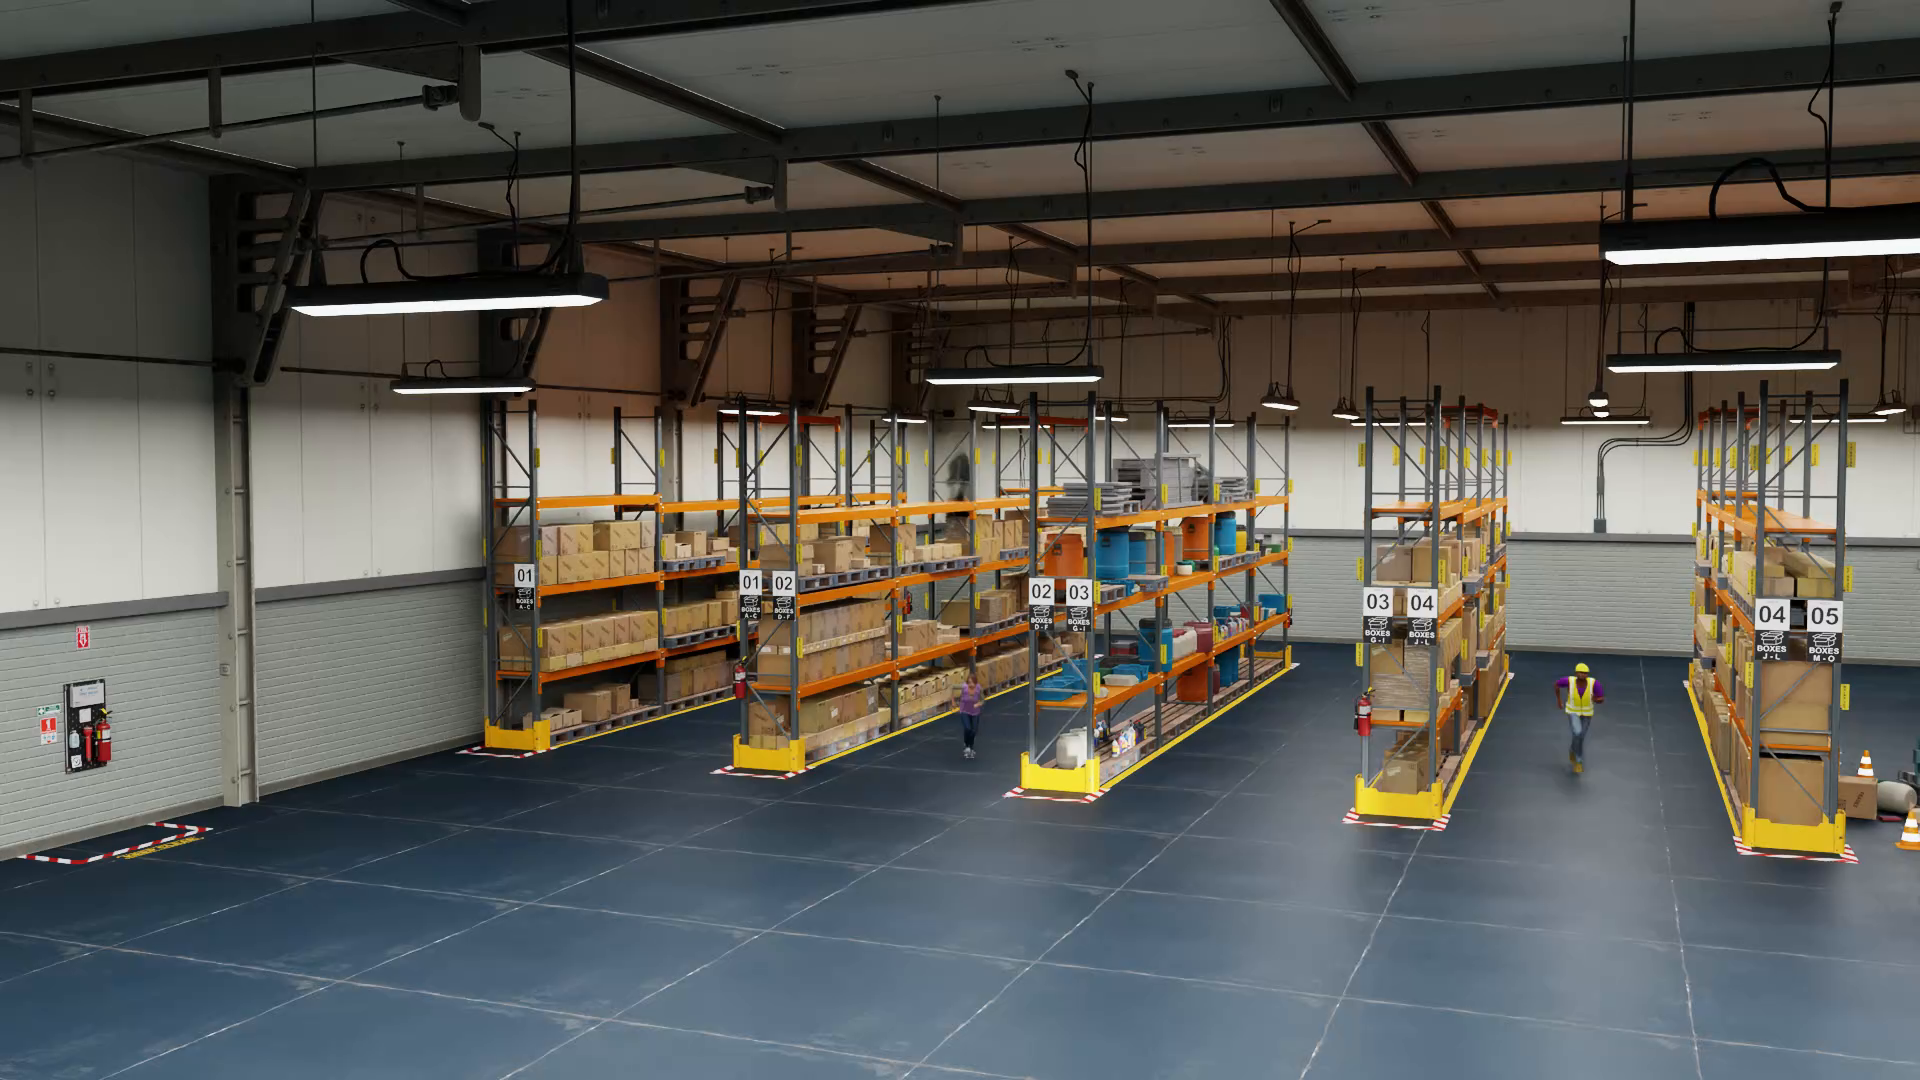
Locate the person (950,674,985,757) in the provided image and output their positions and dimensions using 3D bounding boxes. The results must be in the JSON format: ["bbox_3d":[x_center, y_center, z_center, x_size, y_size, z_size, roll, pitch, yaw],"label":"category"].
[{"bbox_3d":[0.124,2.913,27.605,0.569,1.424,0.869,0,3,-6],"label":"person"}]

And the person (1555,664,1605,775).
[{"bbox_3d":[9.917,2.831,26.654,0.690,1.771,0.957,0,3,5],"label":"person"}]
